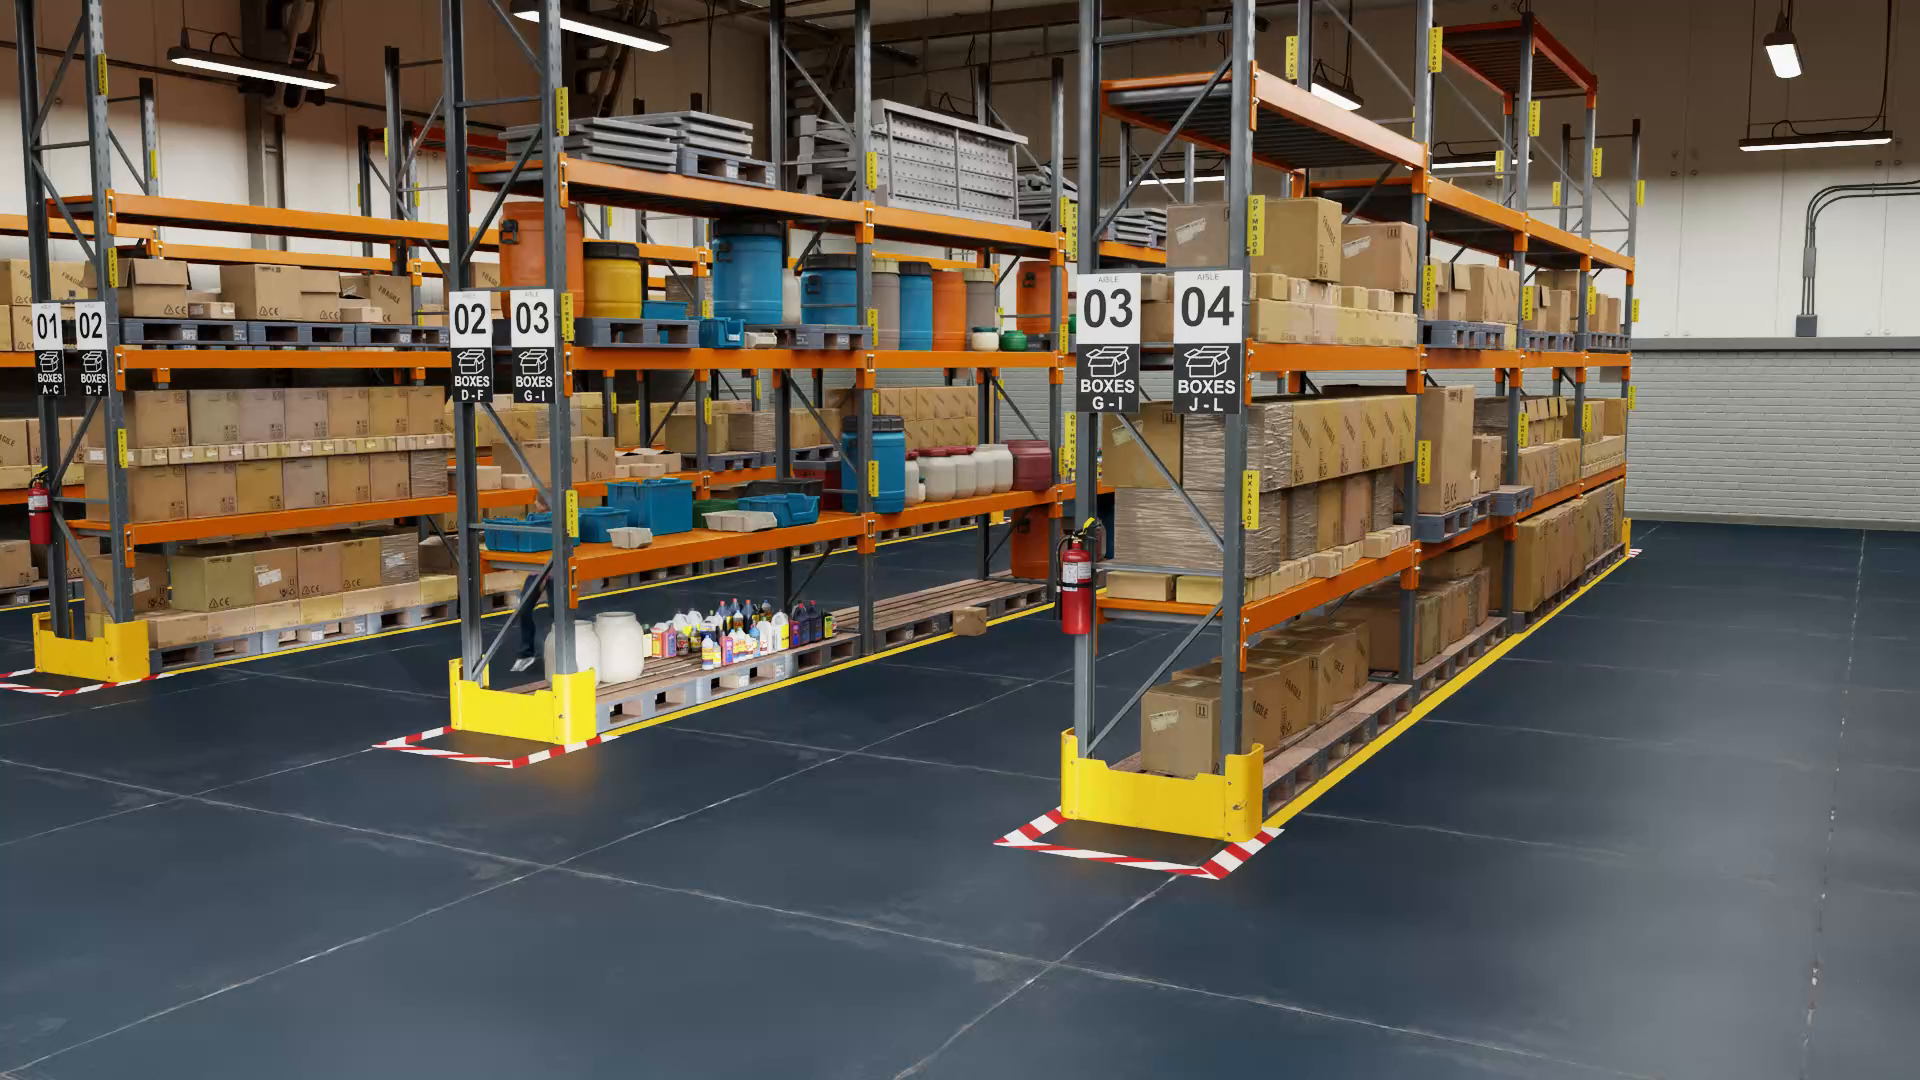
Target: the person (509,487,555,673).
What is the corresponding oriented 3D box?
[{"bbox_3d":[-3.648,0.368,14.580,0.415,1.637,0.573,4,7,35],"label":"person"}]
